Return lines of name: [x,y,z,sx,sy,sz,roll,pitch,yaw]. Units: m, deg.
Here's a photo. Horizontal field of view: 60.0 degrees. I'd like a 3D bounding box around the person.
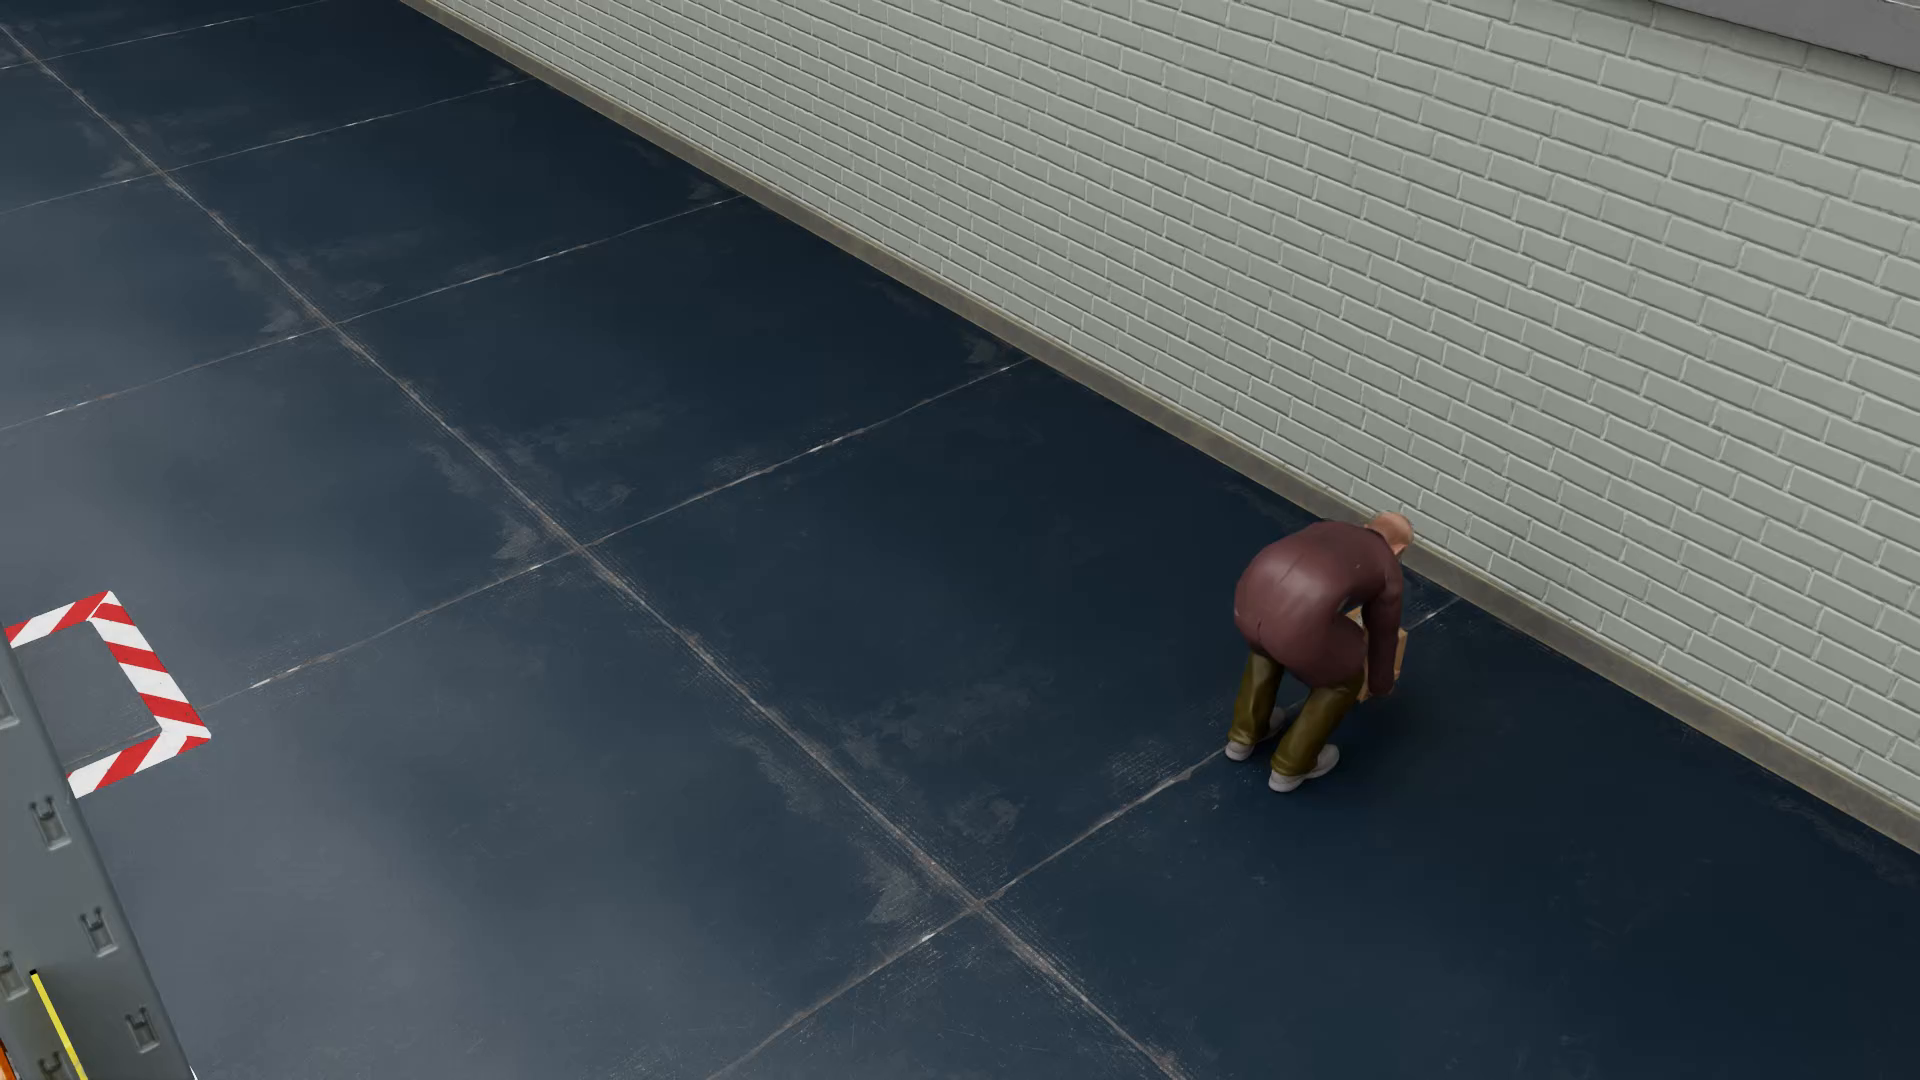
person: [1.472,0.386,6.719,0.949,1.078,0.581,-28,44,-34]
